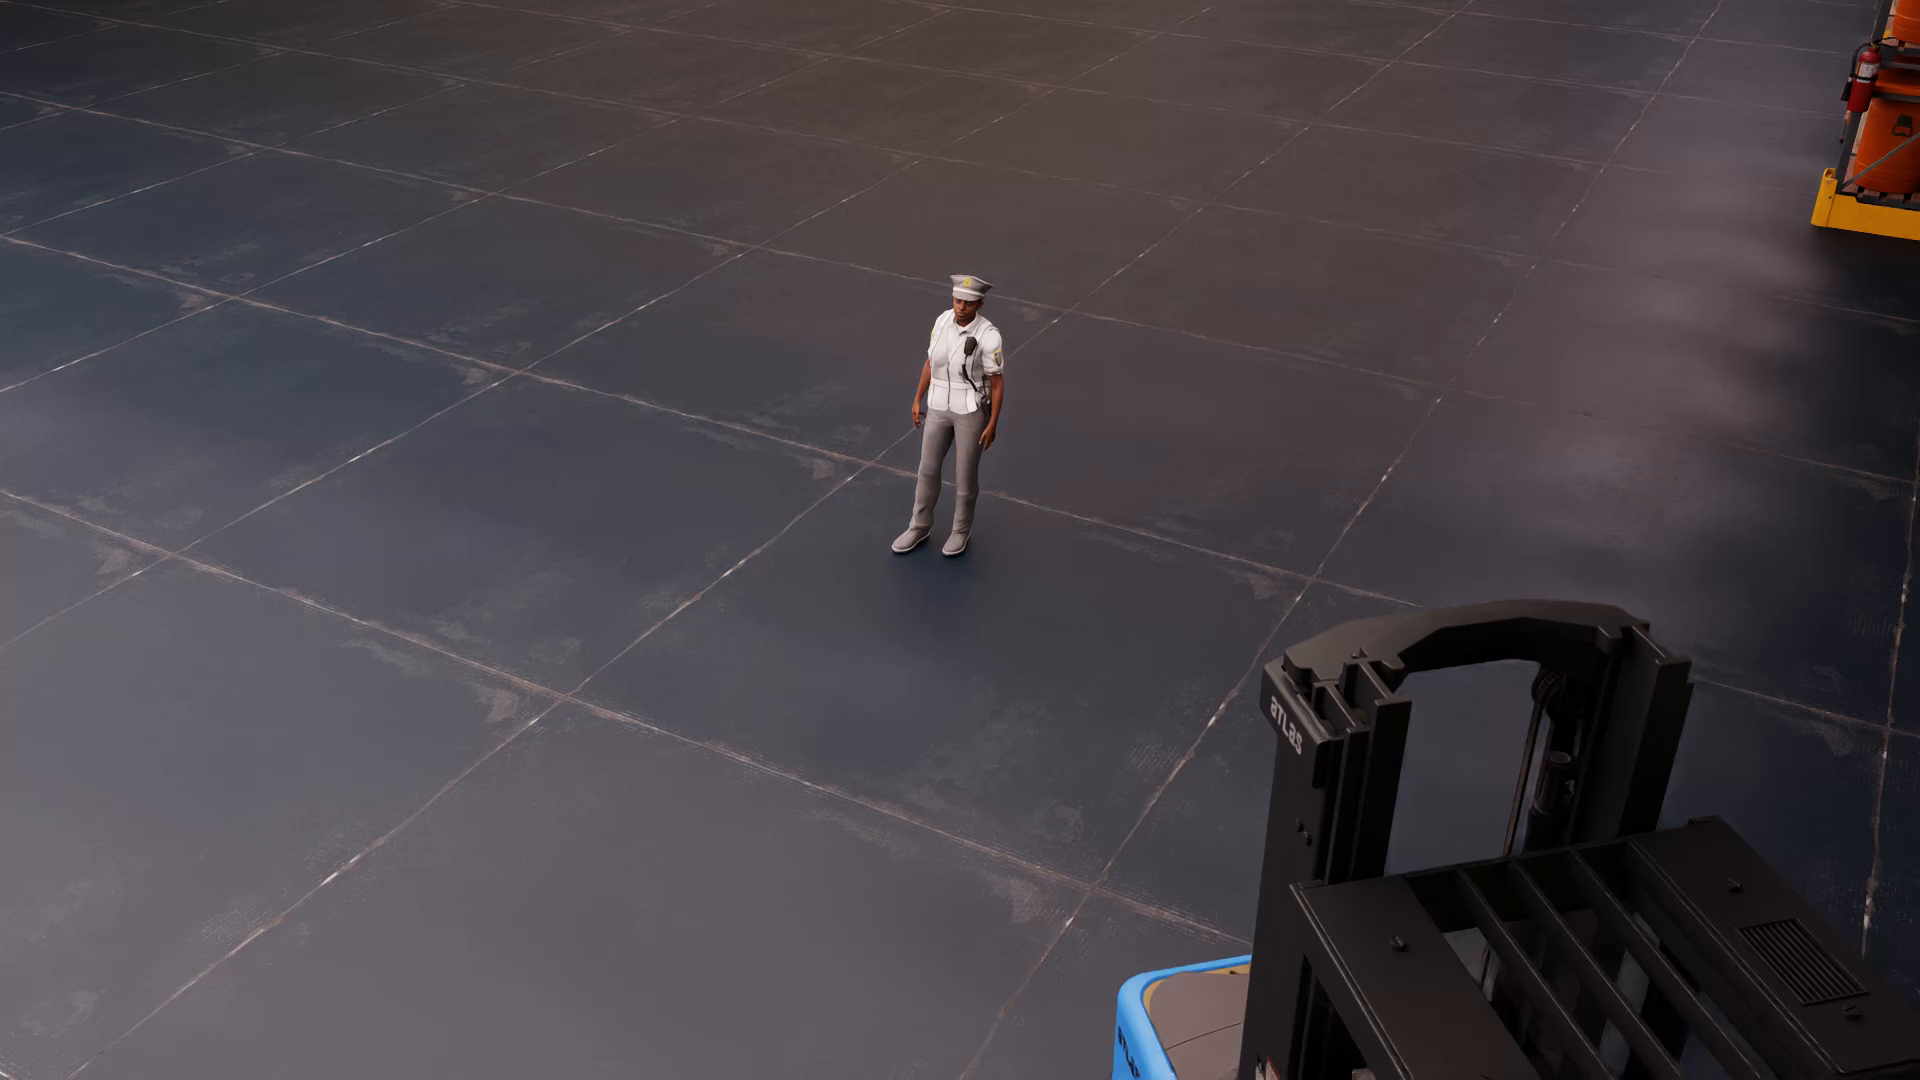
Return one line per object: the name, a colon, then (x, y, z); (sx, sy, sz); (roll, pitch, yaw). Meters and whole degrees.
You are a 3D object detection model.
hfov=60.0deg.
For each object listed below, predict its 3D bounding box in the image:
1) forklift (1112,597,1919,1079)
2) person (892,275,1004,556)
forklift: (1.328, 1.741, 4.054); (1.130, 2.935, 3.031); (-7, 31, -11)
person: (-0.054, -0.712, 9.528); (0.569, 1.695, 0.530); (15, 33, 25)
